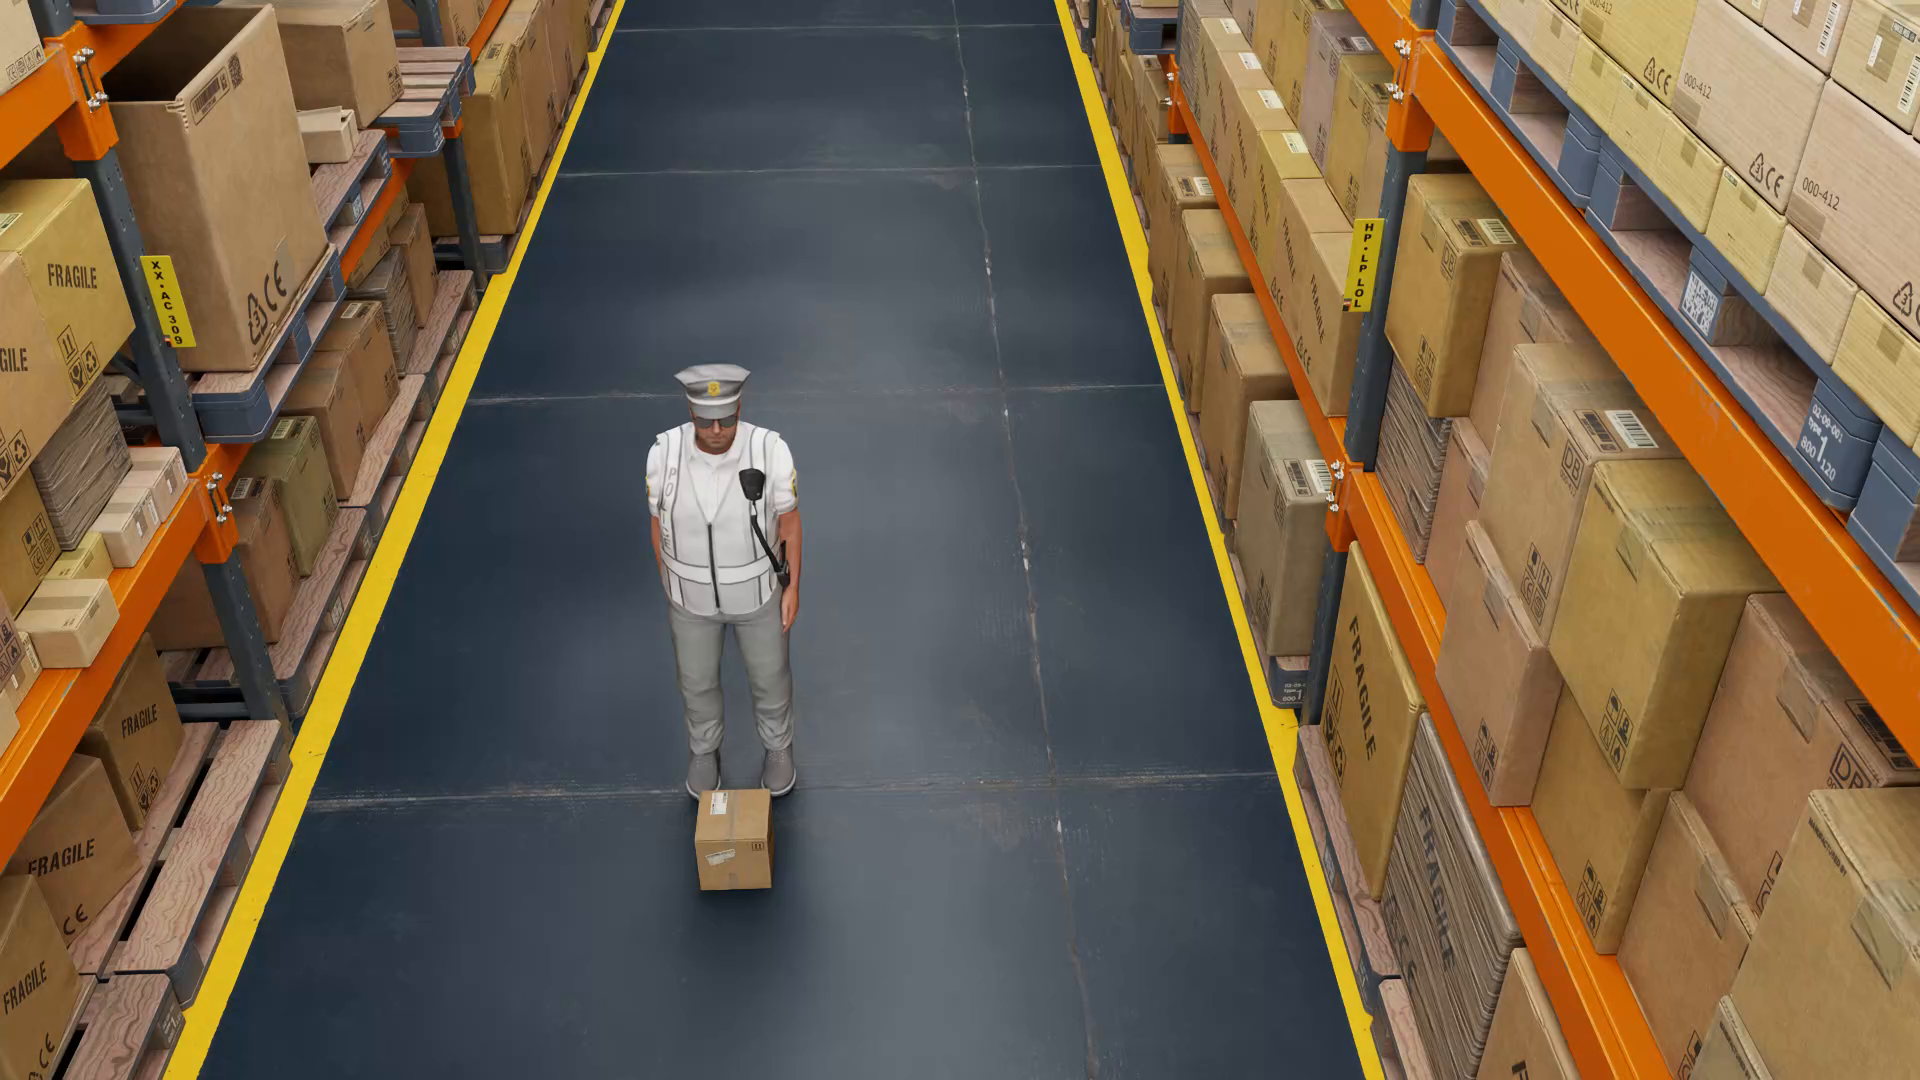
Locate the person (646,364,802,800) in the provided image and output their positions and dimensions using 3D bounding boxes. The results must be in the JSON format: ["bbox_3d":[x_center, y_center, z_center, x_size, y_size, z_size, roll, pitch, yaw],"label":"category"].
[{"bbox_3d":[-0.815,0.167,5.898,0.527,1.759,0.393,-1,35,-1],"label":"person"}]
